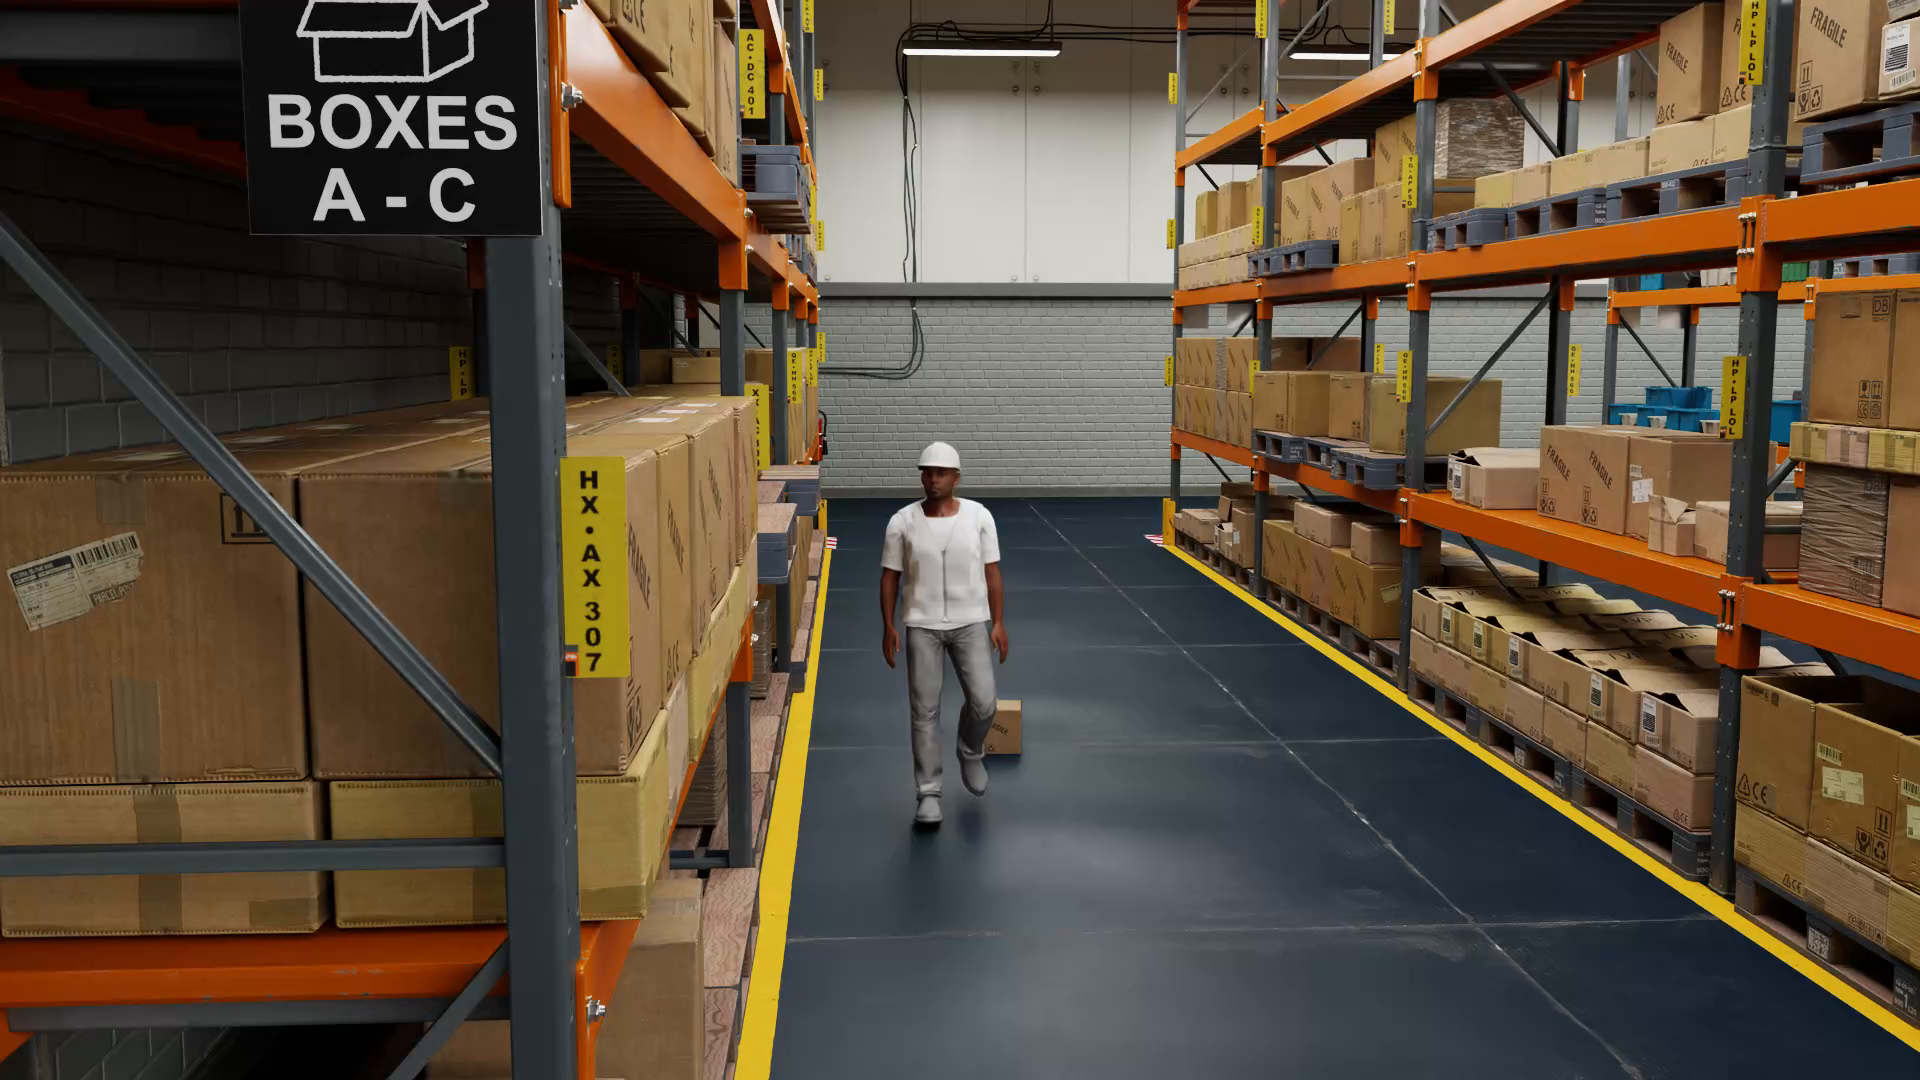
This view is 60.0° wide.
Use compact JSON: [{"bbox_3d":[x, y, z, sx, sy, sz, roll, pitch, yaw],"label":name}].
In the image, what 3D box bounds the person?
[{"bbox_3d":[-0.073,0.421,7.908,0.613,1.762,0.615,0,7,-2],"label":"person"}]
